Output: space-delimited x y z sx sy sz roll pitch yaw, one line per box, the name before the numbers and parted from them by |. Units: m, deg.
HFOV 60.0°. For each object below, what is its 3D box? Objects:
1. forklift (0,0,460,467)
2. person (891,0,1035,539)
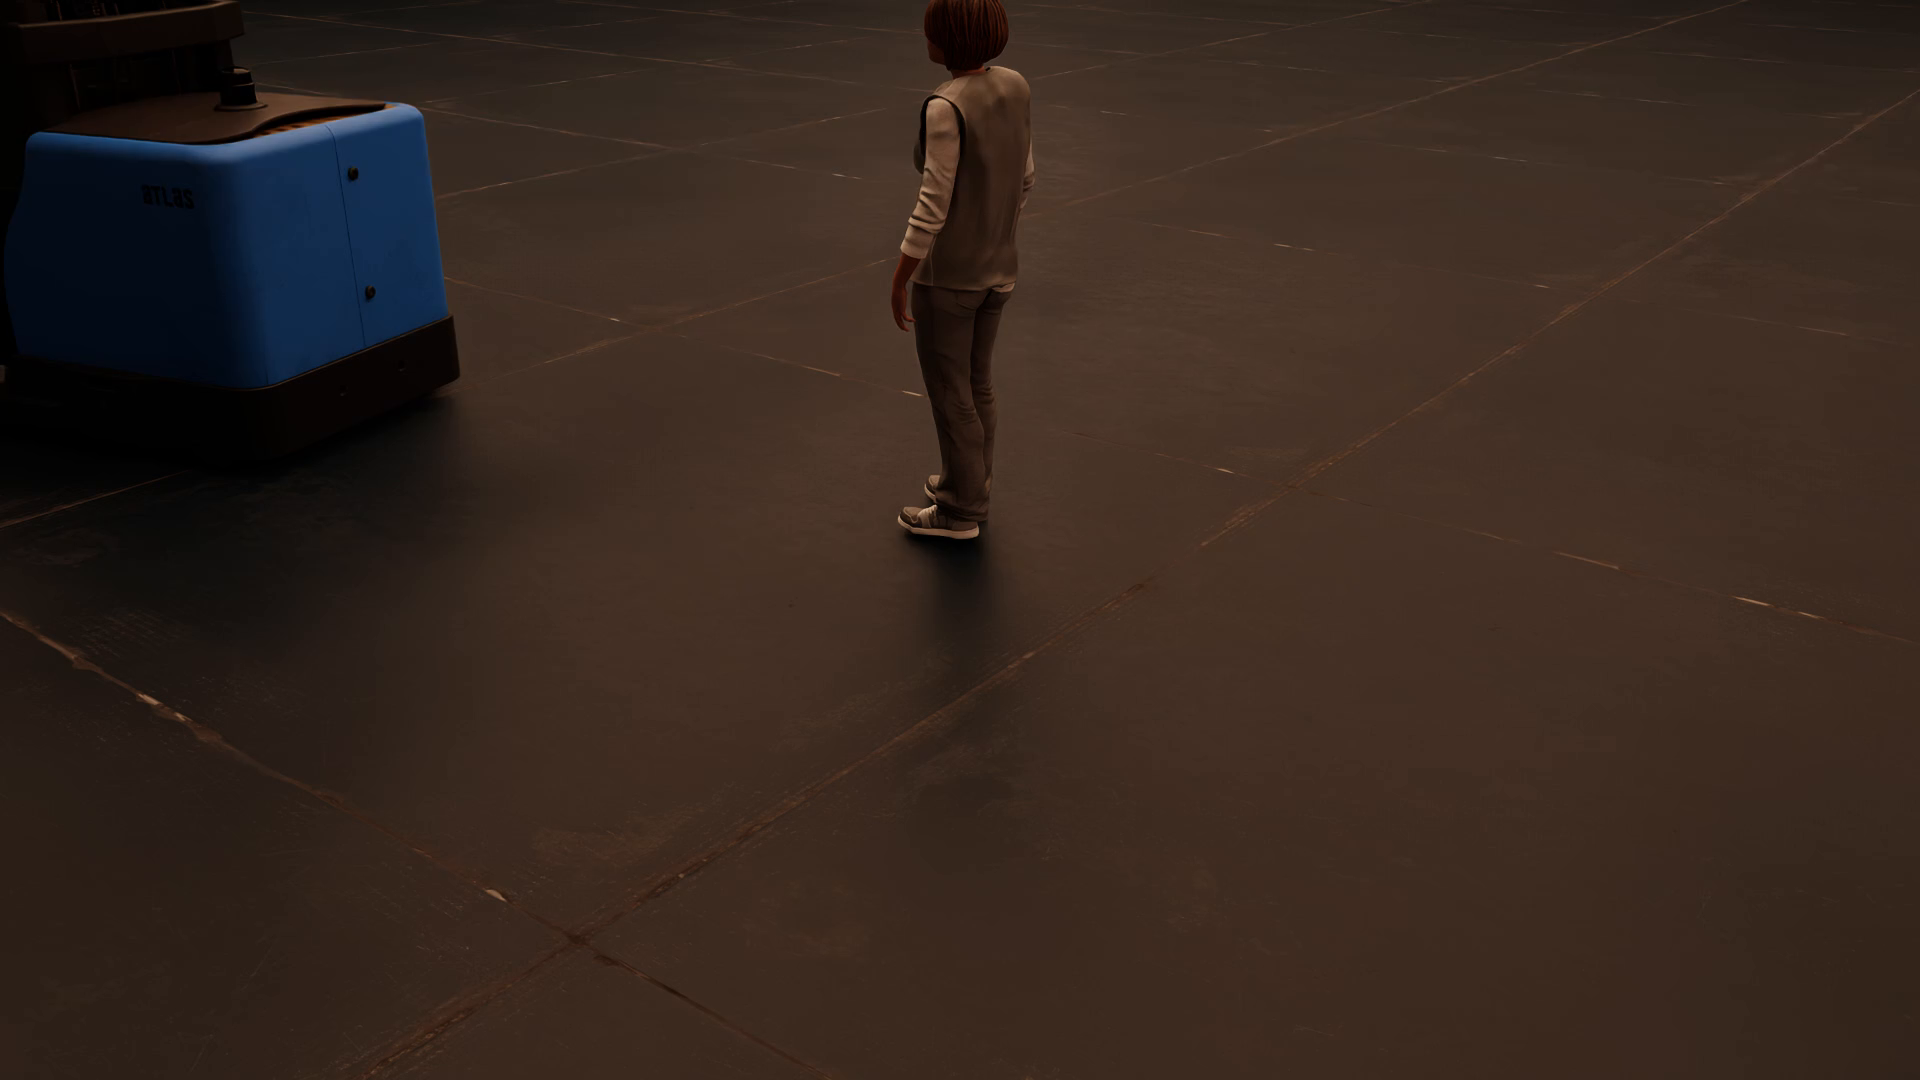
forklift | -3.445 -1.951 5.829 3.031 2.935 1.130 9 25 21
person | -0.050 -0.762 4.745 0.475 1.597 0.520 17 29 34
